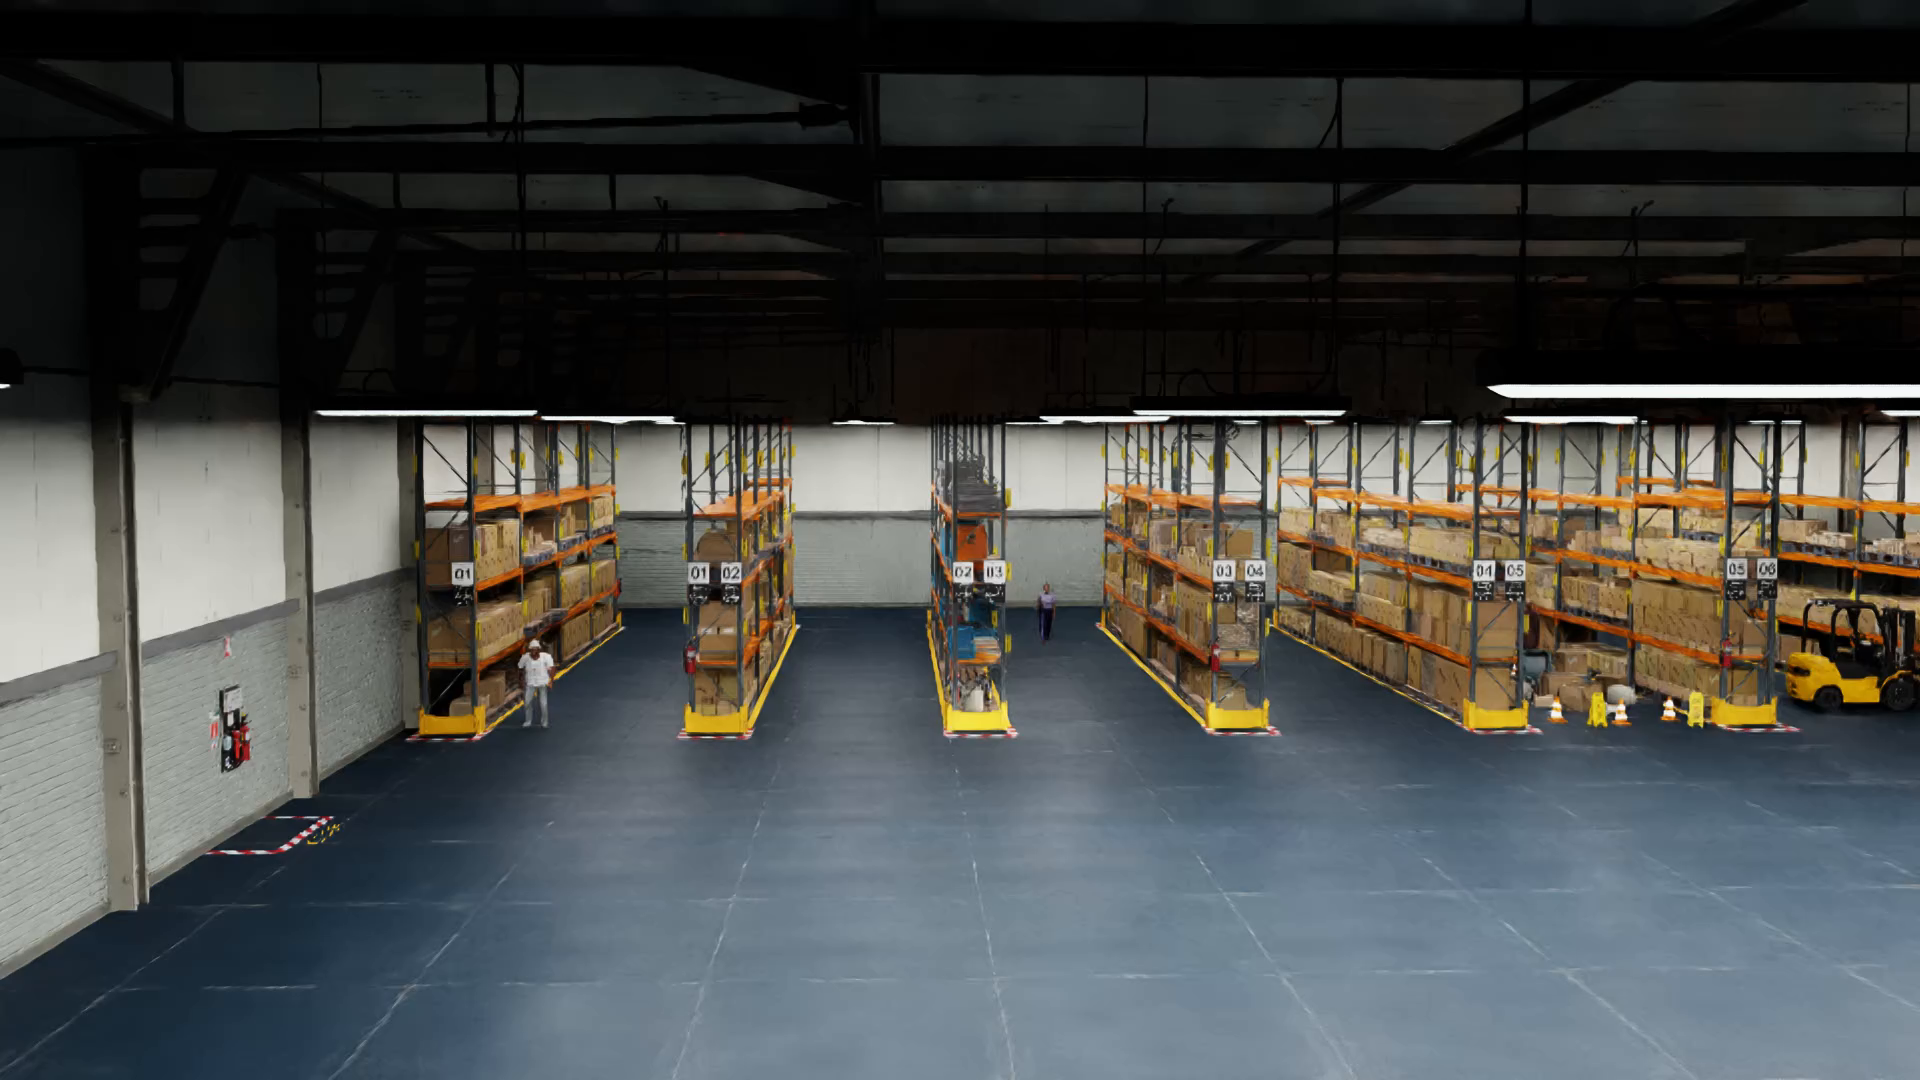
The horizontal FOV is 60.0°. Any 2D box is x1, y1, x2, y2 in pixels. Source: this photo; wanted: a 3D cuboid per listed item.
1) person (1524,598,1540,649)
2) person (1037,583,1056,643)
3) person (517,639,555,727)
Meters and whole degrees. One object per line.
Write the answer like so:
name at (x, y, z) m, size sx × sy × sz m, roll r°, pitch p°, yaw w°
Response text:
person at (13.107, 2.216, 38.255) m, size 0.514 × 1.781 × 0.638 m, roll -2°, pitch 5°, yaw -32°
person at (2.316, 1.923, 44.246) m, size 0.478 × 1.554 × 1.093 m, roll 0°, pitch 4°, yaw -5°
person at (-8.050, 2.725, 31.575) m, size 0.719 × 1.714 × 0.578 m, roll 0°, pitch 4°, yaw -4°
